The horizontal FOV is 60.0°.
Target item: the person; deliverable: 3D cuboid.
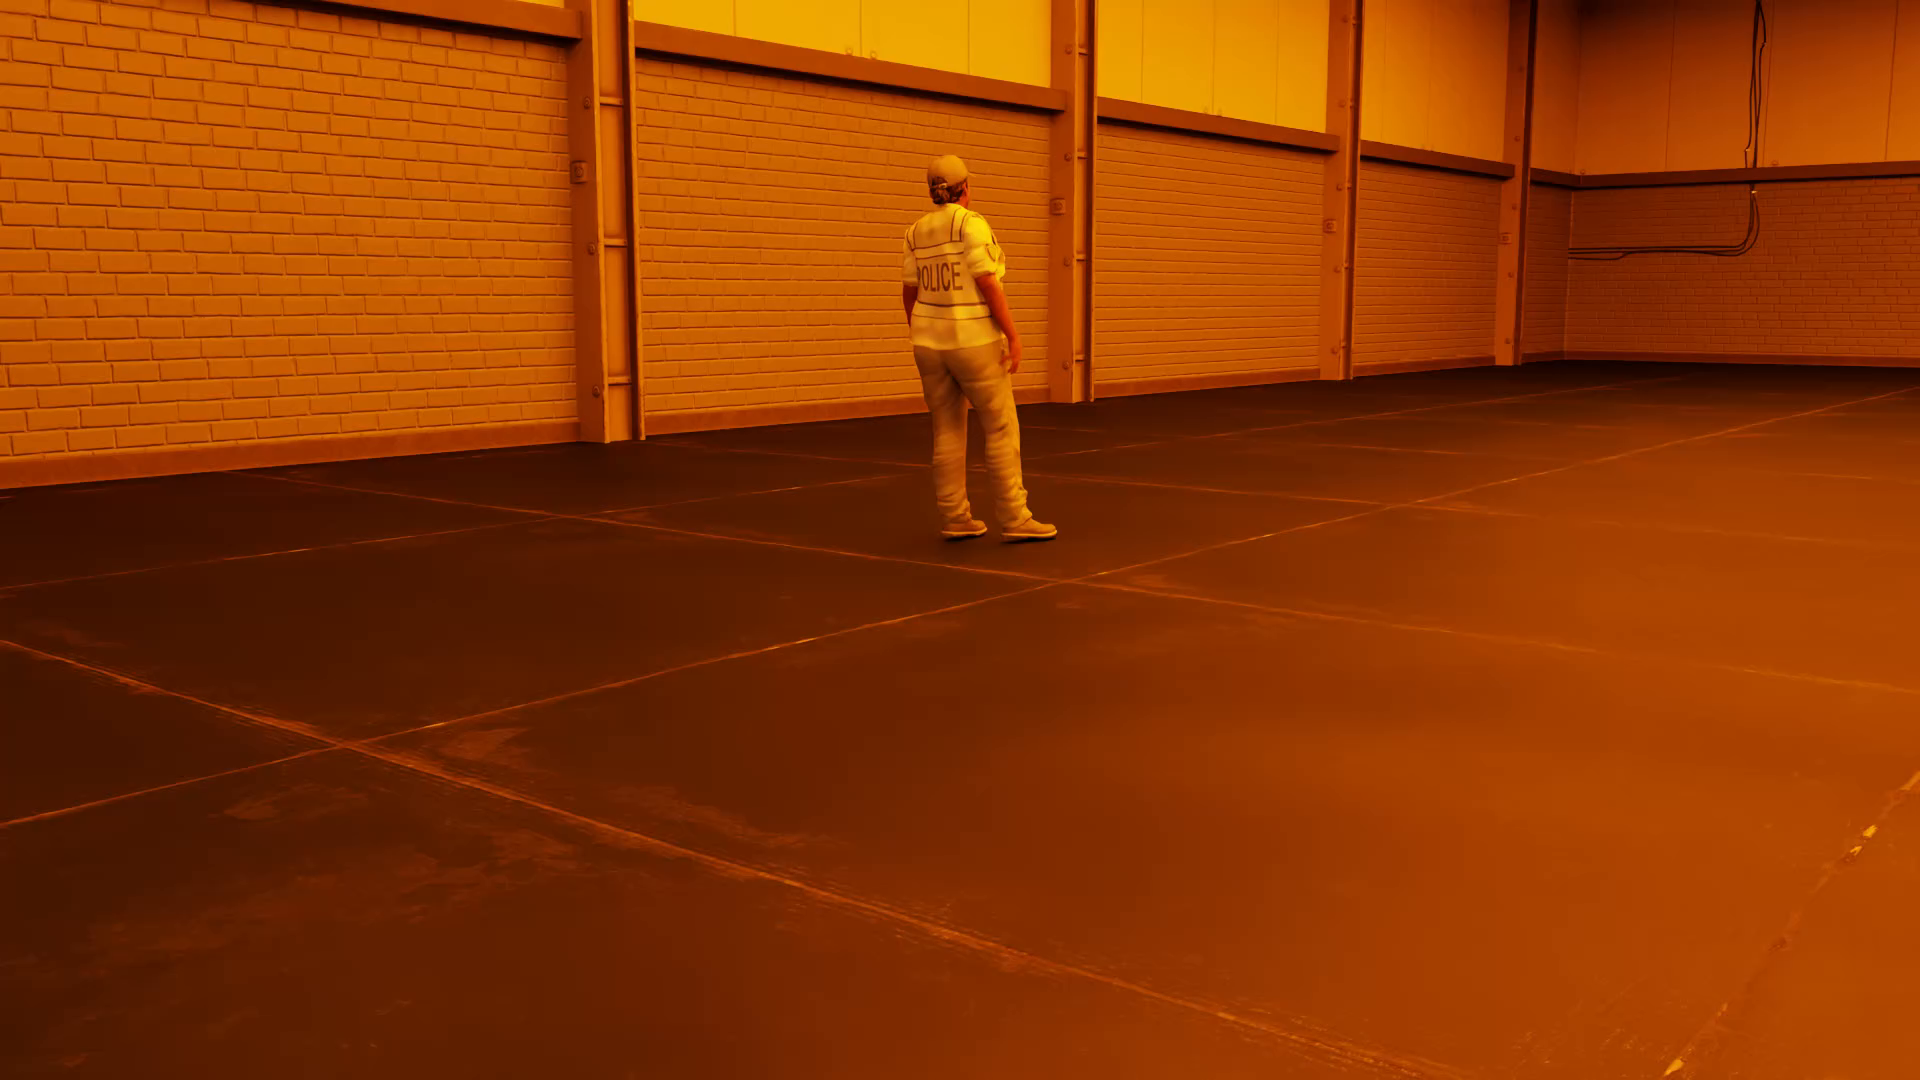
[{"bbox_3d":[0.066,-0.839,7.328,0.598,1.670,0.529,7,11,38],"label":"person"}]
